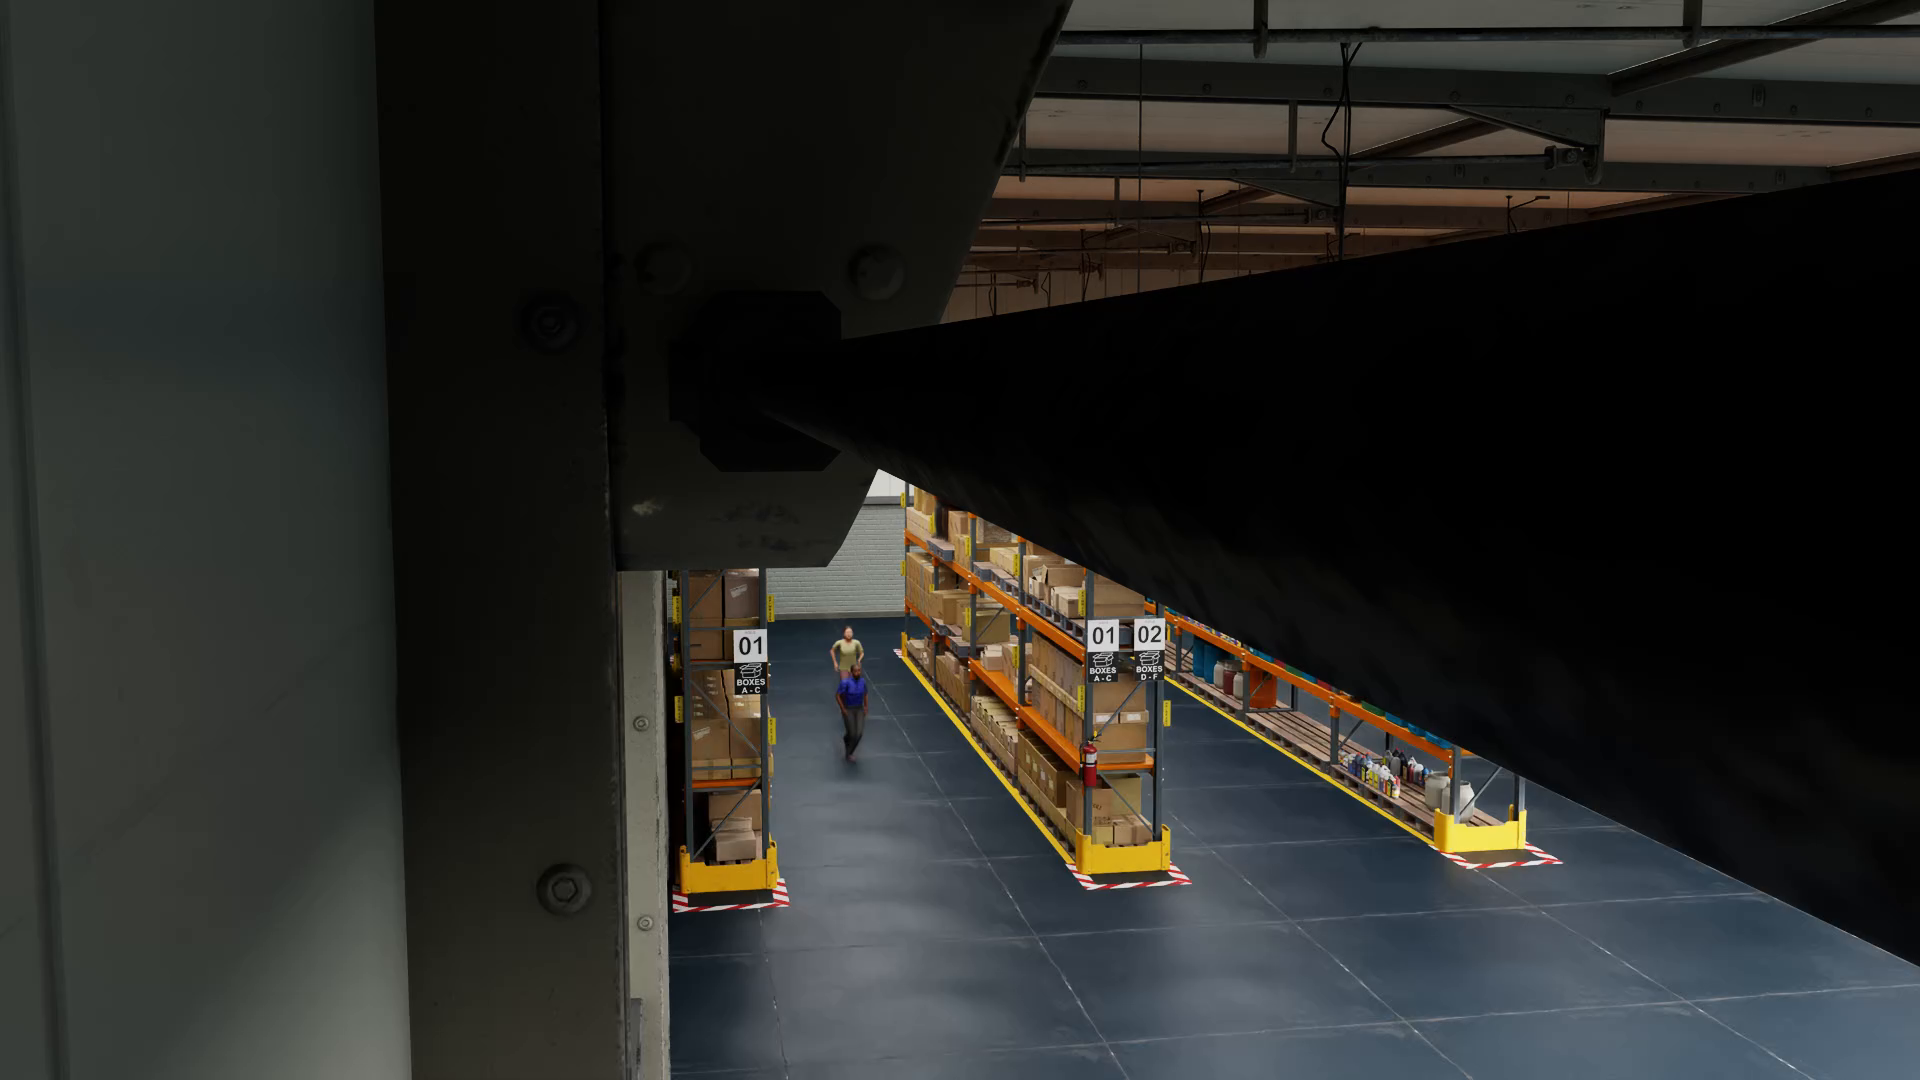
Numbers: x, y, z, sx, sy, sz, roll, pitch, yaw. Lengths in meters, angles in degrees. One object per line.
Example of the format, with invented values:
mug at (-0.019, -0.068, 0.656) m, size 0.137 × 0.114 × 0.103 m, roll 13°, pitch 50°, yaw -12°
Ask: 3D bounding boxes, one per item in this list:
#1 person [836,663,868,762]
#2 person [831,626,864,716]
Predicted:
person at (-1.752, 2.764, 26.881) m, size 0.572 × 1.600 × 0.529 m, roll -3°, pitch 7°, yaw -25°
person at (-2.022, 2.377, 30.199) m, size 0.581 × 1.648 × 0.616 m, roll -2°, pitch 6°, yaw -15°
